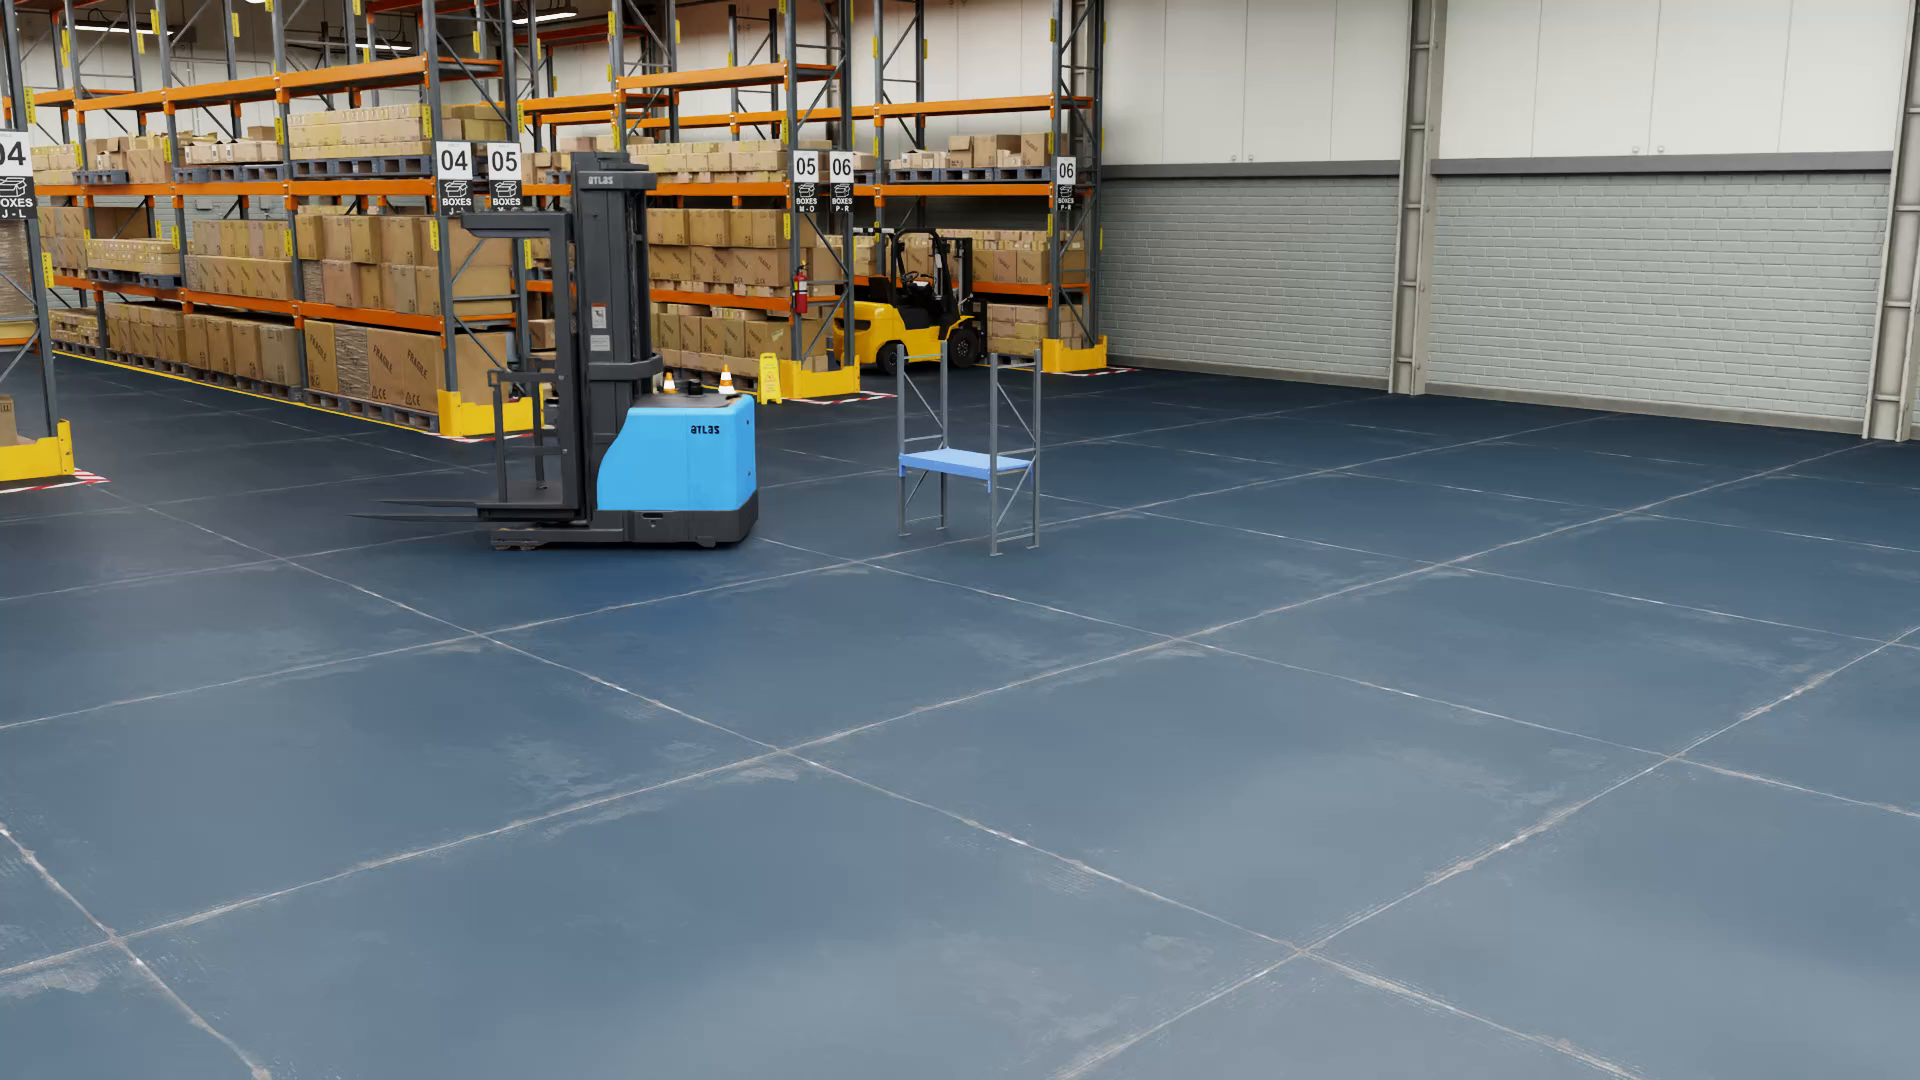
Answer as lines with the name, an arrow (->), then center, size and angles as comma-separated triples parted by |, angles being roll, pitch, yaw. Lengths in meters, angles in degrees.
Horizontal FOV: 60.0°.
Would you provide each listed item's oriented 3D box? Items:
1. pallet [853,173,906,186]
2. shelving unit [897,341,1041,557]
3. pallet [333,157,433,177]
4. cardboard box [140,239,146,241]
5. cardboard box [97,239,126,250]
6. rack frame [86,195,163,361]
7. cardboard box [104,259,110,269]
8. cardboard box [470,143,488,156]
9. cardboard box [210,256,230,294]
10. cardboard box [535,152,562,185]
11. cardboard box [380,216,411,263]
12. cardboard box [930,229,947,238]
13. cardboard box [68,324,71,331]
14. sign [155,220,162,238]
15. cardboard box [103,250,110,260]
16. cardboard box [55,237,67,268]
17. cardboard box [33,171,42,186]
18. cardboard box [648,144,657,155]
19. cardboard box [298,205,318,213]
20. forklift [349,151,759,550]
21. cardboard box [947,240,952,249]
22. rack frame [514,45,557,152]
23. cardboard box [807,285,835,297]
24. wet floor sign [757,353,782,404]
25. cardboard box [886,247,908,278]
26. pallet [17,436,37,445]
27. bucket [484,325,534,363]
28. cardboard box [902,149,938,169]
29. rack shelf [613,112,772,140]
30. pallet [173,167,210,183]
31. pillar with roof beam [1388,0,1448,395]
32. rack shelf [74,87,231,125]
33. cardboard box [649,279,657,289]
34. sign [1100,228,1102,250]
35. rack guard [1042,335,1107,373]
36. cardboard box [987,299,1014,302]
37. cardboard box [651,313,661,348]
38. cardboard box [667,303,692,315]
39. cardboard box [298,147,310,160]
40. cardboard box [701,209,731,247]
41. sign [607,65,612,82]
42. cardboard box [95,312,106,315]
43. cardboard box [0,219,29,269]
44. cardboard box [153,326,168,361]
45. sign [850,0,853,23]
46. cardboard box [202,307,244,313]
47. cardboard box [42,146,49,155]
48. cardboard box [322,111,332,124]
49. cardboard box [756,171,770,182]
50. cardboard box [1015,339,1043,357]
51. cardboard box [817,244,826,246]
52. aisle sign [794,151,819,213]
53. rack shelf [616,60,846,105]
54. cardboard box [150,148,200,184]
pallet -> -1.622, -6.200, 28.613 | 1.217, 0.209, 0.805 | 11, 16, 43
shelving unit -> 0.059, -0.722, 12.700 | 0.538, 1.500, 1.048 | -11, 16, -43
pallet -> -6.705, -4.428, 19.756 | 1.003, 0.211, 1.213 | -11, 16, -43
cardboard box -> -12.844, -4.734, 26.564 | 0.250, 0.149, 0.380 | 11, 16, 43
cardboard box -> -13.314, -4.643, 26.123 | 0.380, 0.149, 0.250 | -11, 16, -42
rack frame -> -13.626, -4.469, 27.167 | 1.000, 3.000, 0.127 | -11, 16, -43
cardboard box -> -13.148, -4.316, 26.009 | 0.380, 0.149, 0.250 | -11, 16, -42
cardboard box -> -5.344, -4.413, 18.797 | 0.380, 0.149, 0.250 | -11, 16, -42
cardboard box -> -10.047, -3.683, 23.107 | 0.500, 0.500, 0.500 | -11, 16, -43
cardboard box -> -6.279, -5.890, 26.379 | 0.797, 0.503, 0.637 | -11, 16, -43
cardboard box -> -6.302, -3.547, 19.647 | 0.875, 0.550, 0.550 | -11, 16, -43
cardboard box -> -0.267, -4.975, 27.032 | 0.380, 0.149, 0.250 | -11, 16, -43
cardboard box -> -15.083, -3.671, 28.584 | 0.380, 0.149, 0.250 | -10, 15, -40
sign -> -13.227, -5.114, 27.428 | 0.100, 0.325, 0.005 | -11, 16, -43
cardboard box -> -13.147, -4.462, 25.981 | 0.250, 0.149, 0.380 | 11, 16, 43
cardboard box -> -14.864, -4.843, 28.000 | 0.500, 0.500, 0.500 | -11, 16, -43
cardboard box -> -15.537, -6.196, 28.490 | 0.500, 0.250, 0.500 | 11, 16, 43
cardboard box -> -4.233, -5.577, 23.761 | 0.250, 0.149, 0.380 | 11, 16, 43
cardboard box -> -12.833, -6.523, 32.805 | 0.380, 0.149, 0.250 | -10, 16, -41
forklift -> -3.152, -1.464, 12.755 | 3.031, 2.935, 1.130 | 0, 12, 2
cardboard box -> -0.110, -4.790, 26.874 | 0.250, 0.149, 0.380 | 11, 16, 43
rack frame -> -9.290, -9.387, 36.175 | 1.000, 3.000, 0.127 | -11, 16, -43
cardboard box -> -1.913, -3.377, 22.492 | 0.380, 0.149, 0.250 | -11, 16, -42
wet floor sign -> -2.471, -2.092, 21.466 | 0.267, 0.644, 0.232 | -5, 13, -23
cardboard box -> -0.886, -4.646, 27.779 | 0.500, 0.500, 0.500 | 11, 16, 44
pallet -> -9.584, -0.810, 16.318 | 1.003, 0.211, 1.213 | -11, 16, -43
bucket -> -6.340, -2.744, 23.140 | 0.726, 0.611, 0.620 | -5, 3, -23
cardboard box -> -0.605, -6.223, 27.180 | 0.500, 0.311, 0.500 | -10, 16, -41
rack shelf -> -5.147, -7.964, 32.038 | 1.077, 0.370, 4.000 | -11, 16, -43
pallet -> -10.380, -5.175, 23.630 | 1.213, 0.211, 1.003 | -10, 15, -40
pillar with roof beam -> 2.960, -5.804, 18.782 | 9.100, 9.000, 0.400 | -11, 16, -43
rack shelf -> -12.245, -6.567, 25.258 | 1.077, 0.370, 4.000 | -11, 16, -43
cardboard box -> -4.393, -3.762, 24.361 | 0.380, 0.149, 0.250 | -10, 15, -41
sign -> 2.165, -4.653, 25.722 | 0.100, 0.325, 0.005 | -11, 16, -43
rack guard -> 1.776, -2.886, 25.682 | 1.175, 0.500, 0.348 | -11, 16, -43
cardboard box -> 0.530, -3.782, 27.130 | 0.500, 0.250, 0.500 | -11, 16, -44
cardboard box -> -4.379, -3.108, 24.479 | 0.500, 0.500, 0.500 | -10, 15, -40
cardboard box -> -3.979, -3.324, 23.921 | 0.380, 0.149, 0.250 | -10, 15, -40
cardboard box -> -7.915, -4.764, 20.500 | 0.380, 0.149, 0.250 | -11, 16, -42
cardboard box -> -3.110, -4.285, 22.815 | 0.700, 0.500, 0.500 | -11, 16, -43
sign -> -6.933, -9.227, 32.885 | 0.100, 0.325, 0.005 | -11, 16, -43
cardboard box -> -14.774, -3.880, 28.861 | 0.380, 0.149, 0.250 | -11, 16, -42
cardboard box -> -9.179, -2.843, 15.816 | 0.500, 0.500, 0.500 | -11, 16, -43
cardboard box -> -11.863, -3.002, 25.203 | 0.500, 0.500, 0.500 | -10, 15, -40
sign -> -1.436, -6.932, 21.746 | 0.100, 0.325, 0.005 | -11, 16, -43
cardboard box -> -11.164, -3.368, 25.120 | 0.500, 0.250, 0.500 | 11, 16, 43
cardboard box -> -15.141, -6.531, 27.890 | 0.380, 0.149, 0.250 | -11, 16, -44
cardboard box -> -7.390, -5.043, 19.881 | 0.380, 0.149, 0.250 | -11, 16, -42
cardboard box -> -2.473, -4.813, 22.027 | 0.380, 0.149, 0.250 | -11, 16, -42
cardboard box -> 1.206, -2.998, 25.801 | 0.500, 0.250, 0.500 | -11, 16, -42
cardboard box -> -2.237, -5.055, 29.145 | 0.500, 0.250, 0.500 | -10, 16, -41
aisle sign -> -1.995, -4.646, 21.584 | 0.394, 0.787, 0.004 | -11, 16, -43
rack shelf -> -3.210, -6.298, 22.971 | 1.077, 0.370, 4.000 | -11, 16, -43
cardboard box -> -11.441, -5.451, 24.254 | 0.500, 0.500, 0.500 | -11, 16, -43
